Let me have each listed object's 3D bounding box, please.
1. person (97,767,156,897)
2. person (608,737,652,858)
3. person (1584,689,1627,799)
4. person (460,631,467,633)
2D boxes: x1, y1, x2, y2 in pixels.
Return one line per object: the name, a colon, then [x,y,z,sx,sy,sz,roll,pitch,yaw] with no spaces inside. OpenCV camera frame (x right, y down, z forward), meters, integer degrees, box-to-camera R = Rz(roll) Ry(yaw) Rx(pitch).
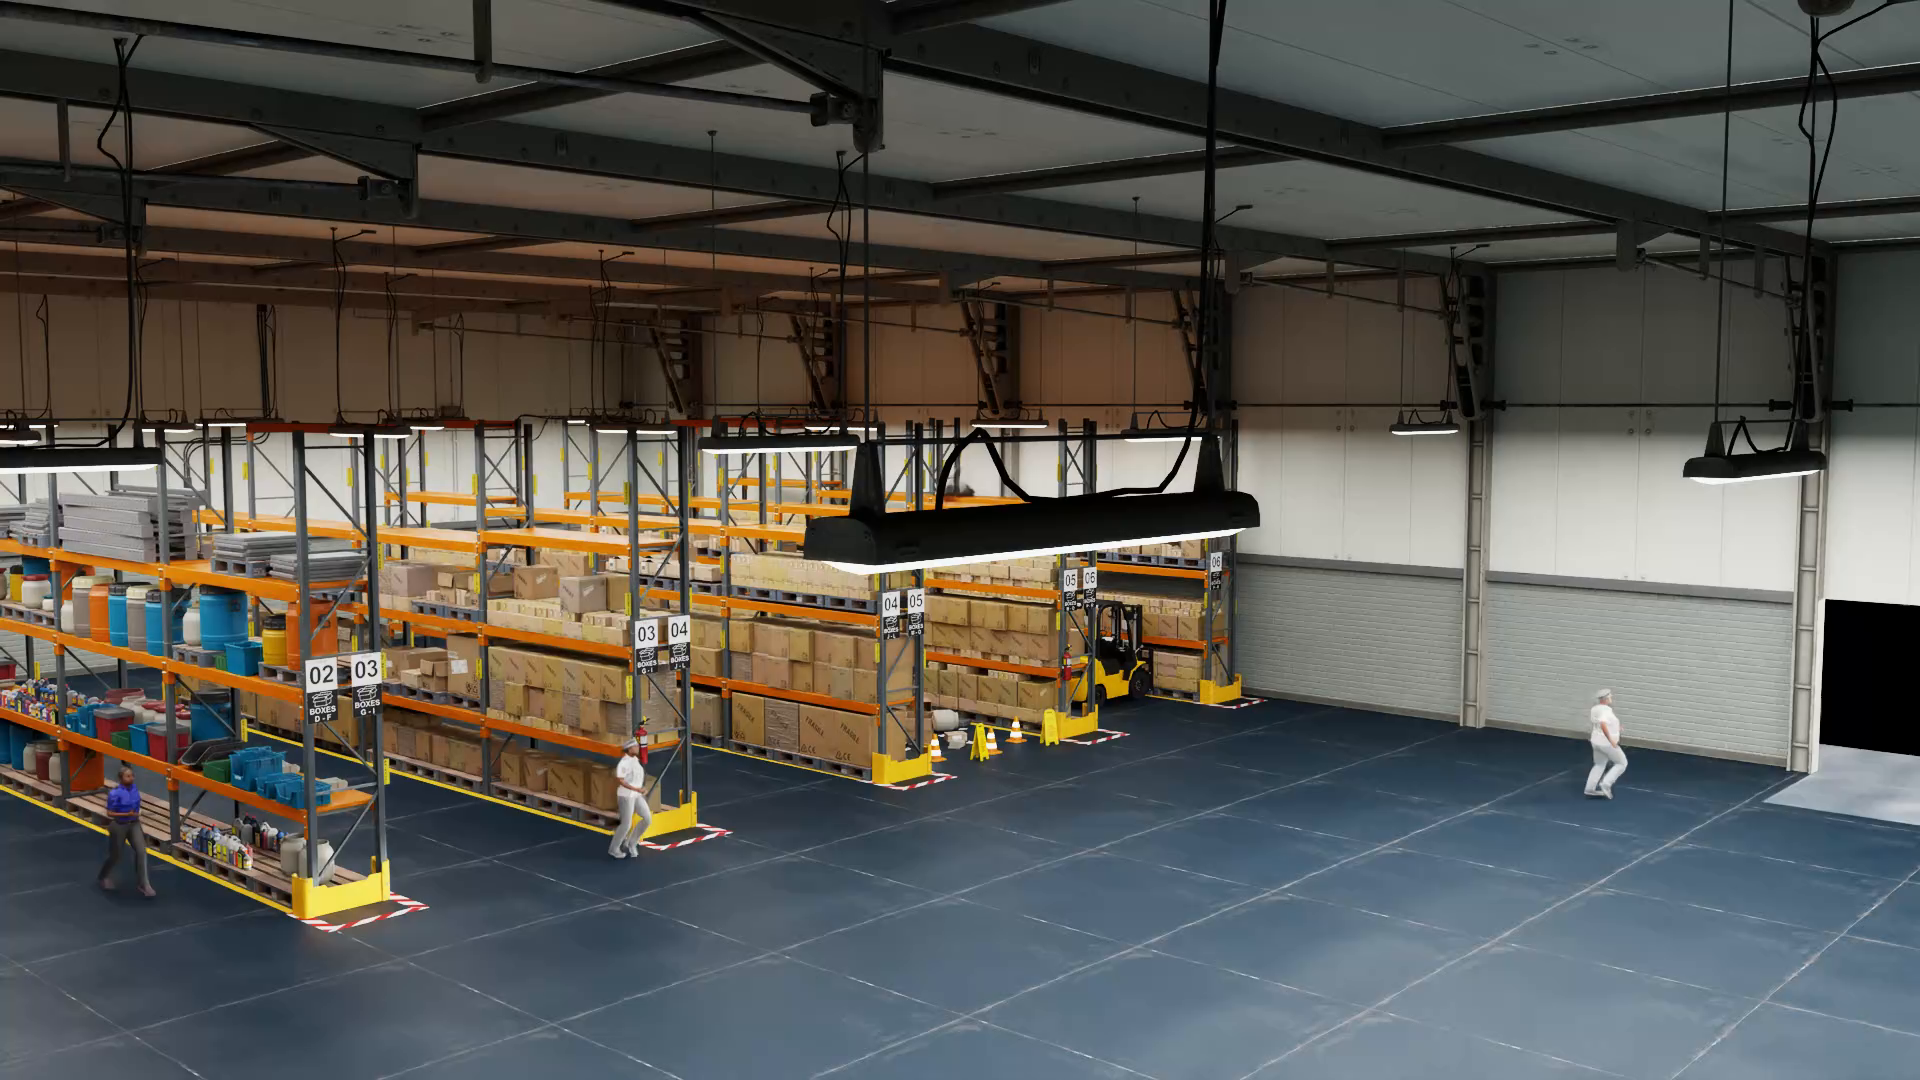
person: [-10.794,3.744,21.446,0.899,1.675,0.520,3,5,28]
person: [-4.586,3.603,23.309,0.592,1.681,0.648,2,5,19]
person: [10.403,3.272,26.719,0.689,1.771,0.641,-1,5,-14]
person: [-10.243,2.676,34.382,0.746,1.690,0.672,3,5,32]
